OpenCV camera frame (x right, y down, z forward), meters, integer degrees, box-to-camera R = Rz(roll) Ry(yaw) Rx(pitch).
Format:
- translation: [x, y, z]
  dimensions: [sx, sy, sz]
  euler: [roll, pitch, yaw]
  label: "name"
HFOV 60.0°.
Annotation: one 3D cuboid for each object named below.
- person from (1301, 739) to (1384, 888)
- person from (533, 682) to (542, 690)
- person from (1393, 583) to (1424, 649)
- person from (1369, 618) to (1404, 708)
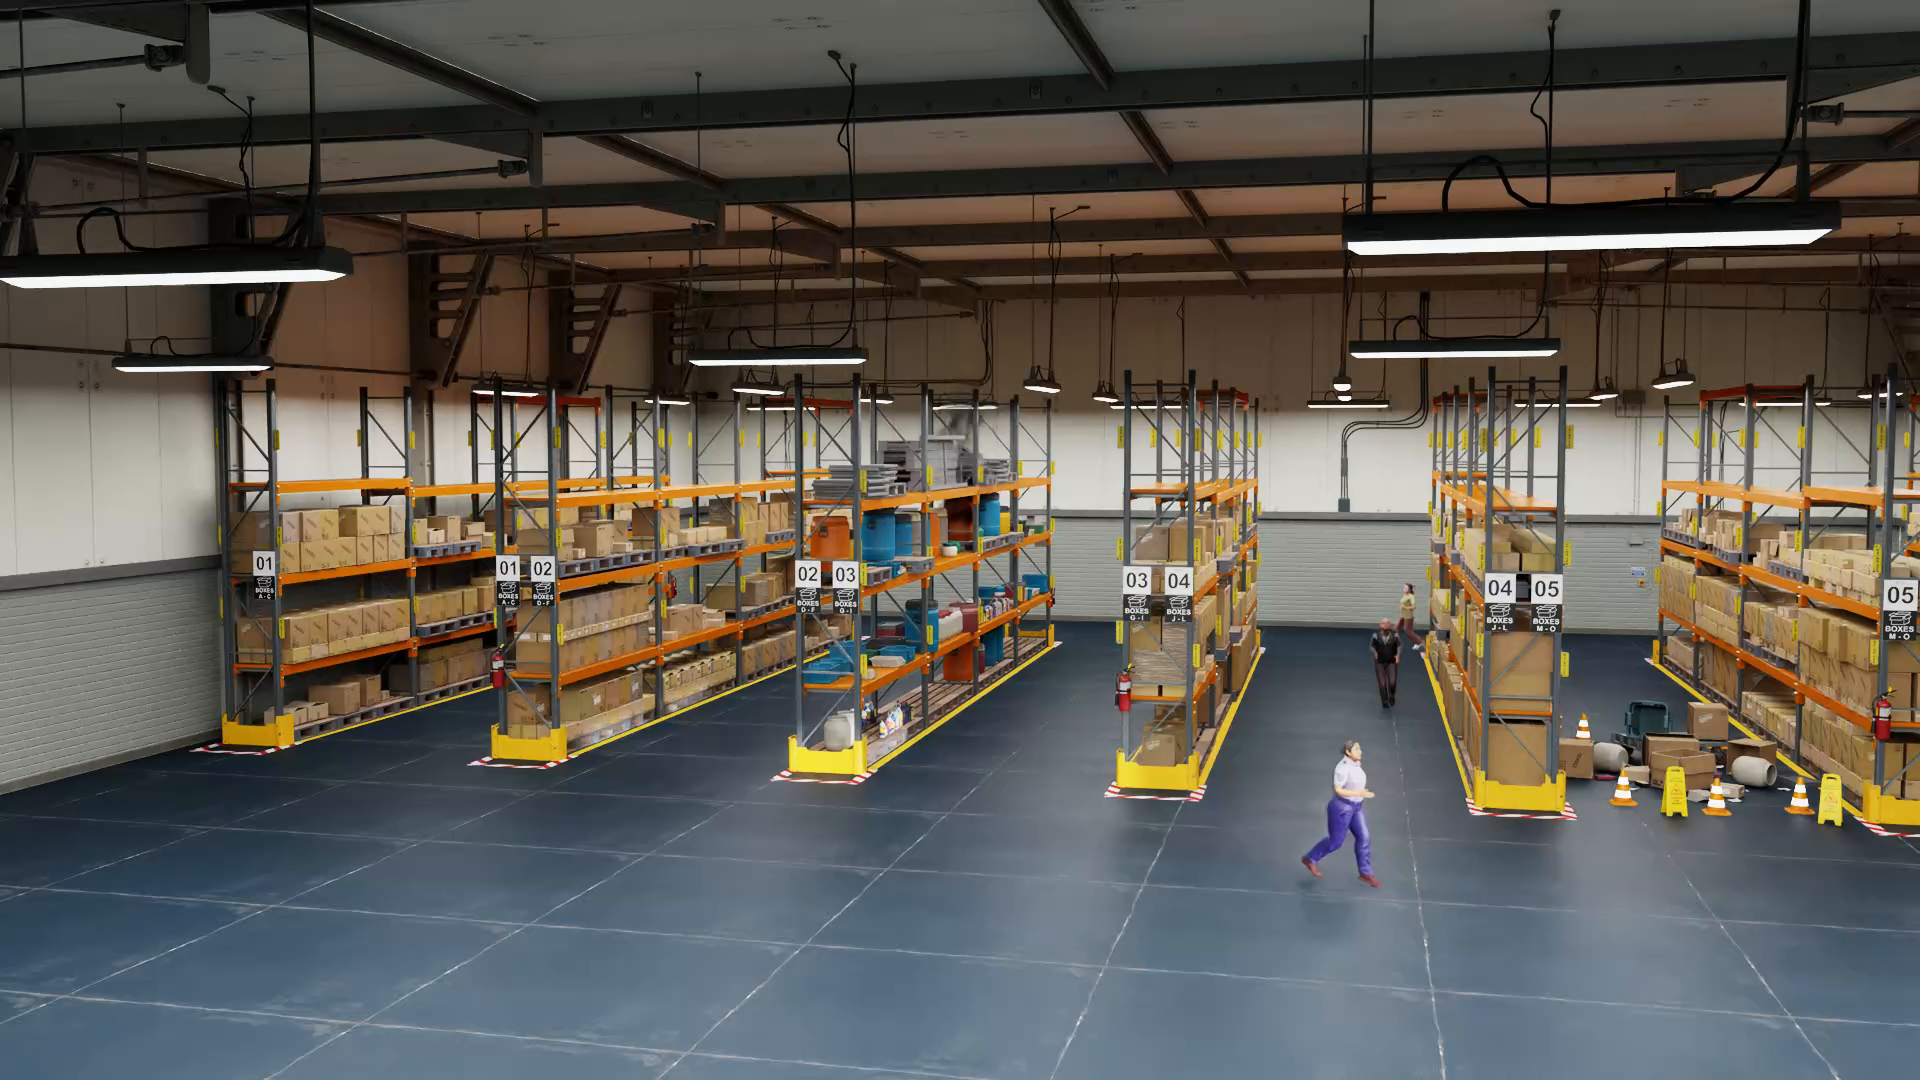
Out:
- translation: [4.319, 3.050, 18.739]
  dimensions: [0.925, 1.654, 0.577]
  euler: [3, 4, 39]
  label: "person"
- translation: [-7.522, 2.343, 30.023]
  dimensions: [0.700, 1.723, 0.582]
  euler: [1, 3, 11]
  label: "person"
- translation: [10.556, 1.830, 39.127]
  dimensions: [0.935, 1.651, 0.603]
  euler: [-1, 3, -11]
  label: "person"
- translation: [7.921, 2.299, 30.910]
  dimensions: [0.635, 1.676, 0.564]
  euler: [1, 4, 16]
  label: "person"
